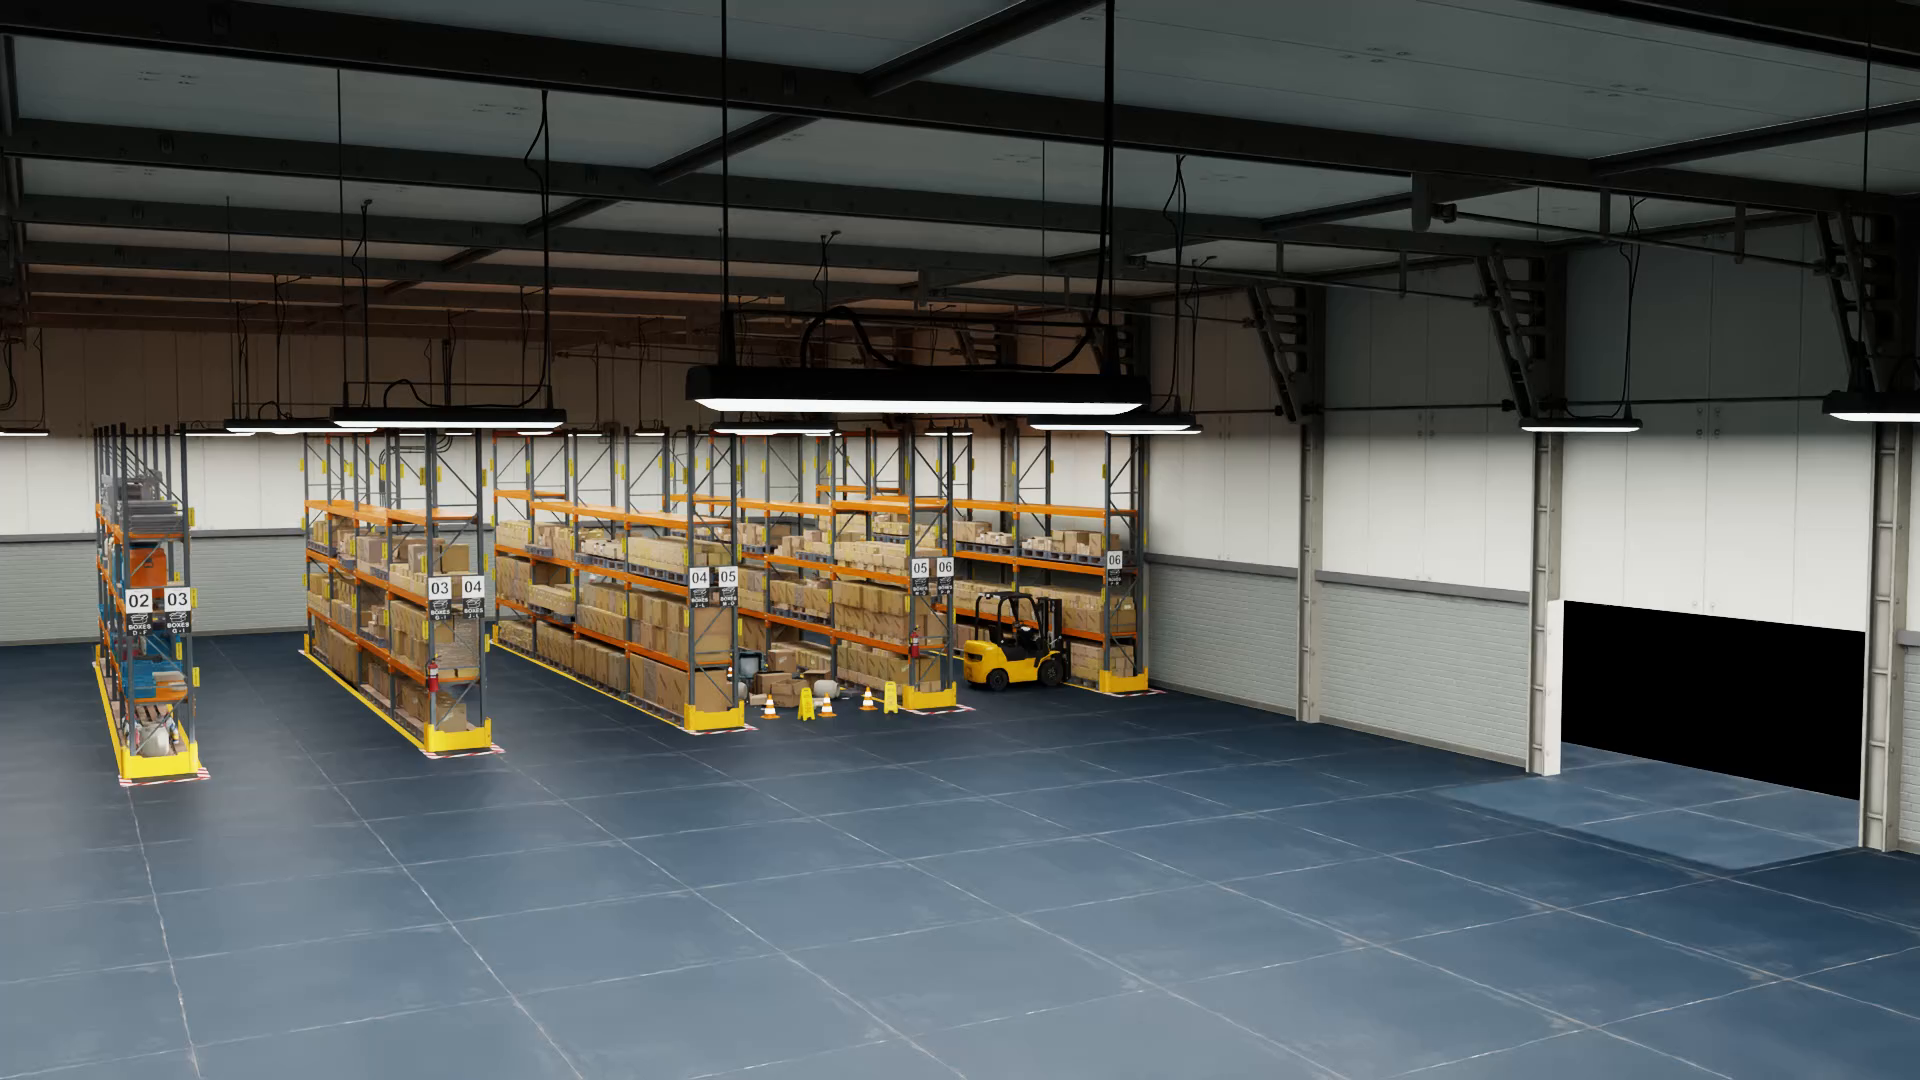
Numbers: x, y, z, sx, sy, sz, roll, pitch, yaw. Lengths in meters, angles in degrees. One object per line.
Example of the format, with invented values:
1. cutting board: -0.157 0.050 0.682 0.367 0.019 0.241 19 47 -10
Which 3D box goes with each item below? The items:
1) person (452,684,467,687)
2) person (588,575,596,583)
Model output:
1. person: -11.490 2.592 38.401 0.567 1.623 0.625 -2 4 -27
2. person: -10.918 1.883 49.261 1.146 1.706 0.510 -3 5 -43
